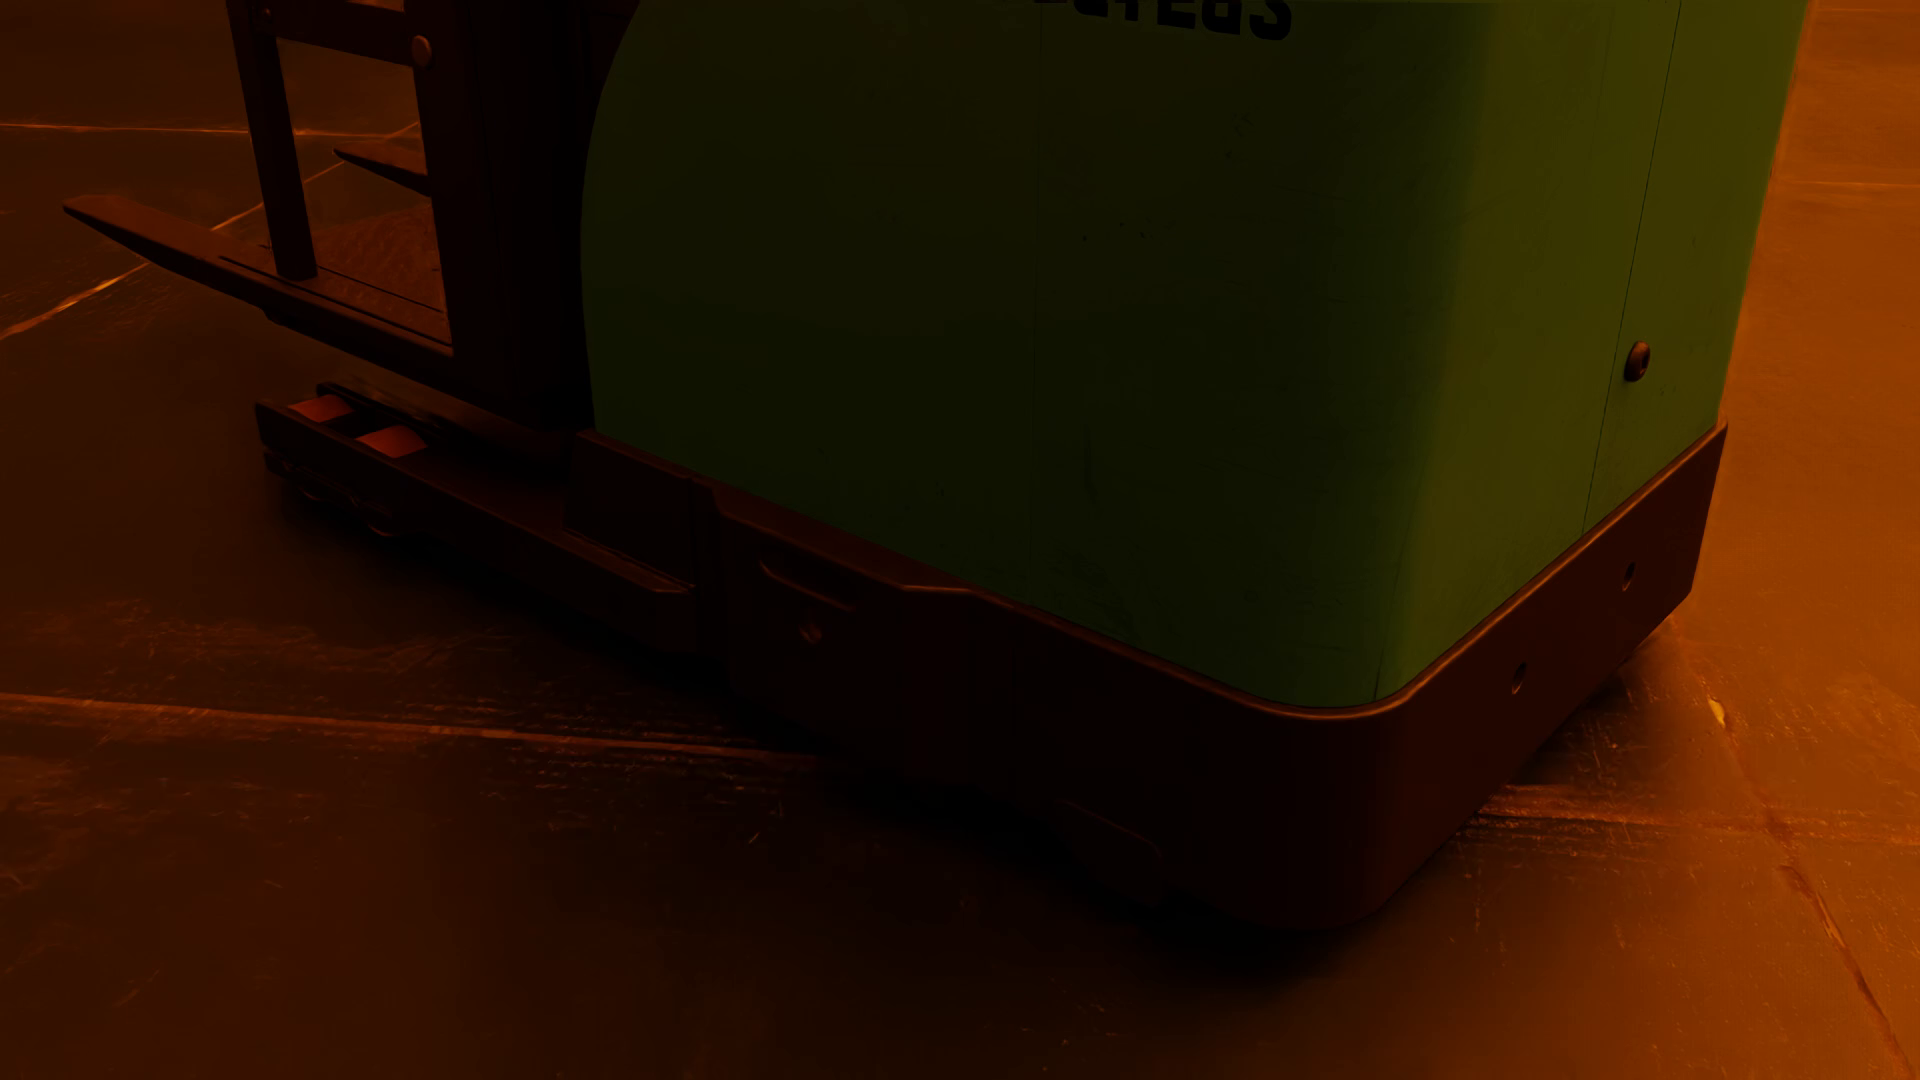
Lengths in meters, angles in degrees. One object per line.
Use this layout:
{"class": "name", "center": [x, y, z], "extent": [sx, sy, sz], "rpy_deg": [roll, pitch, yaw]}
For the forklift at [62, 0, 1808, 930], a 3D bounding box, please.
{"class": "forklift", "center": [-0.464, -1.473, 2.168], "extent": [3.031, 2.935, 1.130], "rpy_deg": [21, 33, 36]}
